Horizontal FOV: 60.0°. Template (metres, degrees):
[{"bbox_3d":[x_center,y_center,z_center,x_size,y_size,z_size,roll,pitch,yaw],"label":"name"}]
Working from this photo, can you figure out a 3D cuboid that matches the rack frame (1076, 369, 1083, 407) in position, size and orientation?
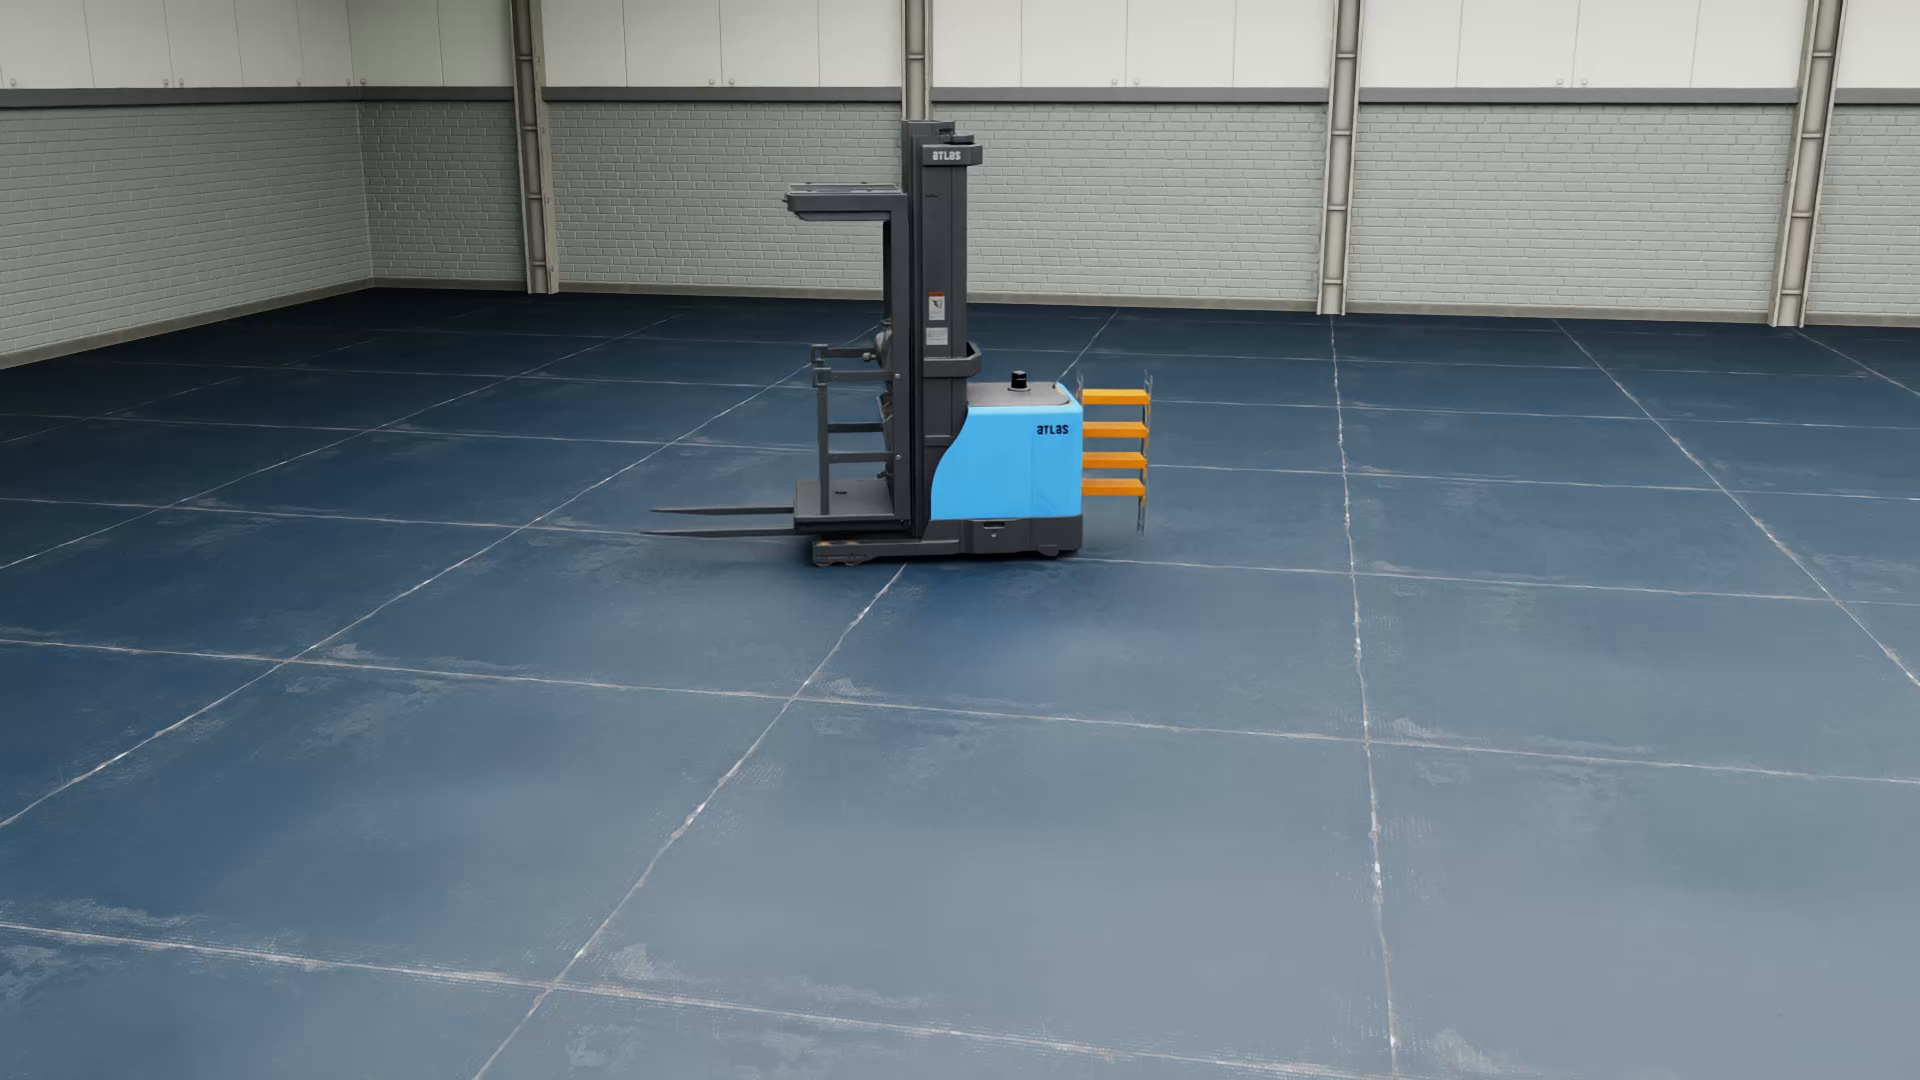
[{"bbox_3d":[0.838,-0.608,11.906,0.015,1.200,0.240,0,15,-4],"label":"rack frame"}]

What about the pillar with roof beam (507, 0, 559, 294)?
[{"bbox_3d":[-7.350,-7.071,20.663,0.400,9.000,9.100,3,16,11],"label":"pillar with roof beam"}]

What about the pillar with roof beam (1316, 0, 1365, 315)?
[{"bbox_3d":[4.410,-6.433,18.359,0.400,9.000,9.100,3,16,11],"label":"pillar with roof beam"}]

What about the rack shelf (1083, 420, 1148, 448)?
[{"bbox_3d":[1.084,-0.758,11.879,0.480,0.148,0.258,0,15,-4],"label":"rack shelf"}]

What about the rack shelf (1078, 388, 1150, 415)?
[{"bbox_3d":[1.088,-0.986,11.816,0.480,0.148,0.258,0,15,-4],"label":"rack shelf"}]

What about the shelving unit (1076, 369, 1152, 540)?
[{"bbox_3d":[1.081,-0.608,11.921,0.503,1.200,0.258,0,15,-4],"label":"shelving unit"}]

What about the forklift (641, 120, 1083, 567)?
[{"bbox_3d":[-0.698,-1.377,11.472,3.031,2.935,1.130,-1,16,-5],"label":"forklift"}]

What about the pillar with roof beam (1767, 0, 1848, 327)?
[{"bbox_3d":[10.289,-6.114,17.206,0.400,9.000,9.100,3,16,11],"label":"pillar with roof beam"}]

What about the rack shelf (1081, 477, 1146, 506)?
[{"bbox_3d":[1.077,-0.351,11.992,0.480,0.148,0.258,0,15,-4],"label":"rack shelf"}]

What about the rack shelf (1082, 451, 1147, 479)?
[{"bbox_3d":[1.080,-0.543,11.939,0.480,0.148,0.258,0,15,-4],"label":"rack shelf"}]

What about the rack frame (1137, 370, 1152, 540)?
[{"bbox_3d":[1.325,-0.607,11.936,0.015,1.200,0.240,0,15,-4],"label":"rack frame"}]

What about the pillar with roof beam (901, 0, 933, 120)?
[{"bbox_3d":[-1.470,-6.752,19.511,0.400,9.000,9.100,3,16,11],"label":"pillar with roof beam"}]
